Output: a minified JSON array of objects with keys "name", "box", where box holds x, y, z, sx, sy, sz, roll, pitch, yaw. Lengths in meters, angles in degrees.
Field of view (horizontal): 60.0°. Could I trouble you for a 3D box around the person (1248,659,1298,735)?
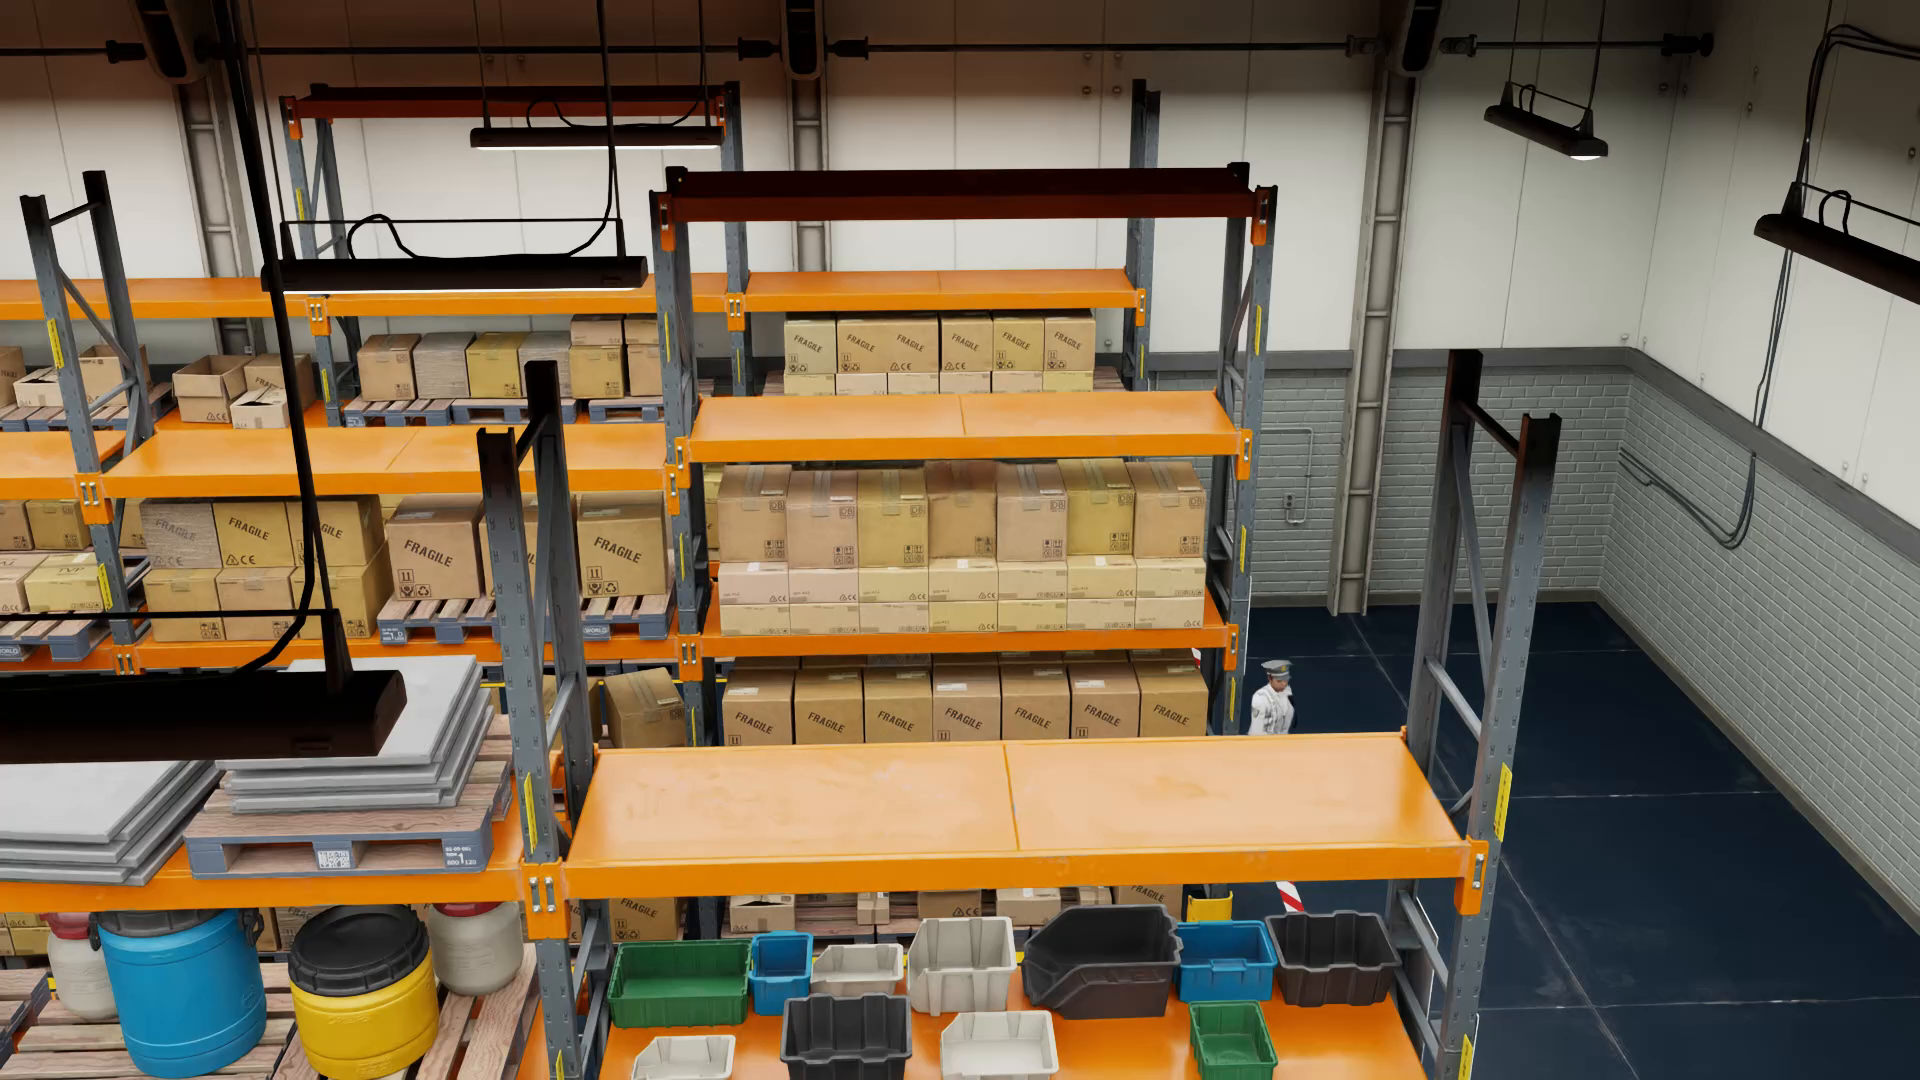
[{"name":"person","box":[2.698,1.779,14.562,0.491,1.658,0.720,-15,27,-33]}]
